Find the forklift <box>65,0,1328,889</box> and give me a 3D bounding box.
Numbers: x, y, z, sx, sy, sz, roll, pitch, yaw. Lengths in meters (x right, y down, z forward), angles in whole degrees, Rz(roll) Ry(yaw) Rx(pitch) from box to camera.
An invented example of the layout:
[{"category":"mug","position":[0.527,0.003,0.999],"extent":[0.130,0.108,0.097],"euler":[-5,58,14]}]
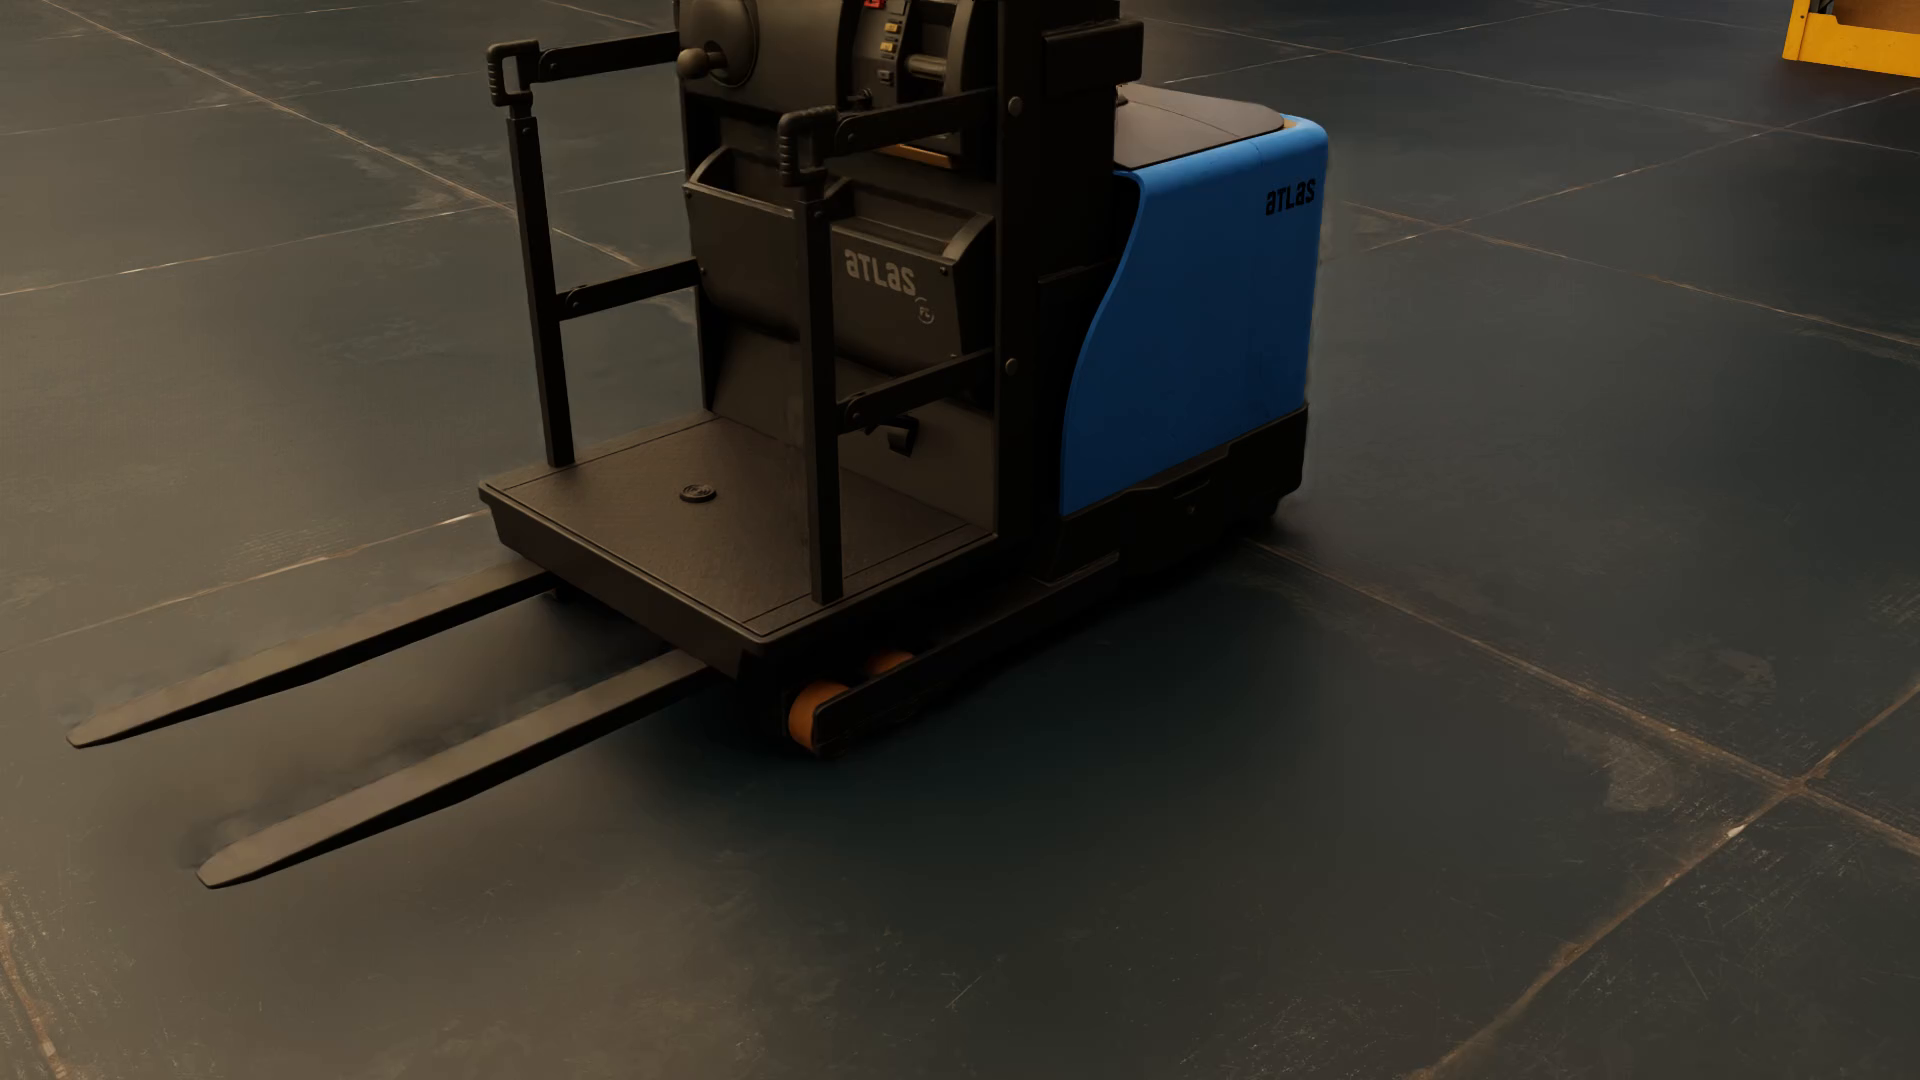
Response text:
[{"category":"forklift","position":[-0.439,-1.106,3.432],"extent":[1.130,2.935,3.031],"euler":[24,35,39]}]
